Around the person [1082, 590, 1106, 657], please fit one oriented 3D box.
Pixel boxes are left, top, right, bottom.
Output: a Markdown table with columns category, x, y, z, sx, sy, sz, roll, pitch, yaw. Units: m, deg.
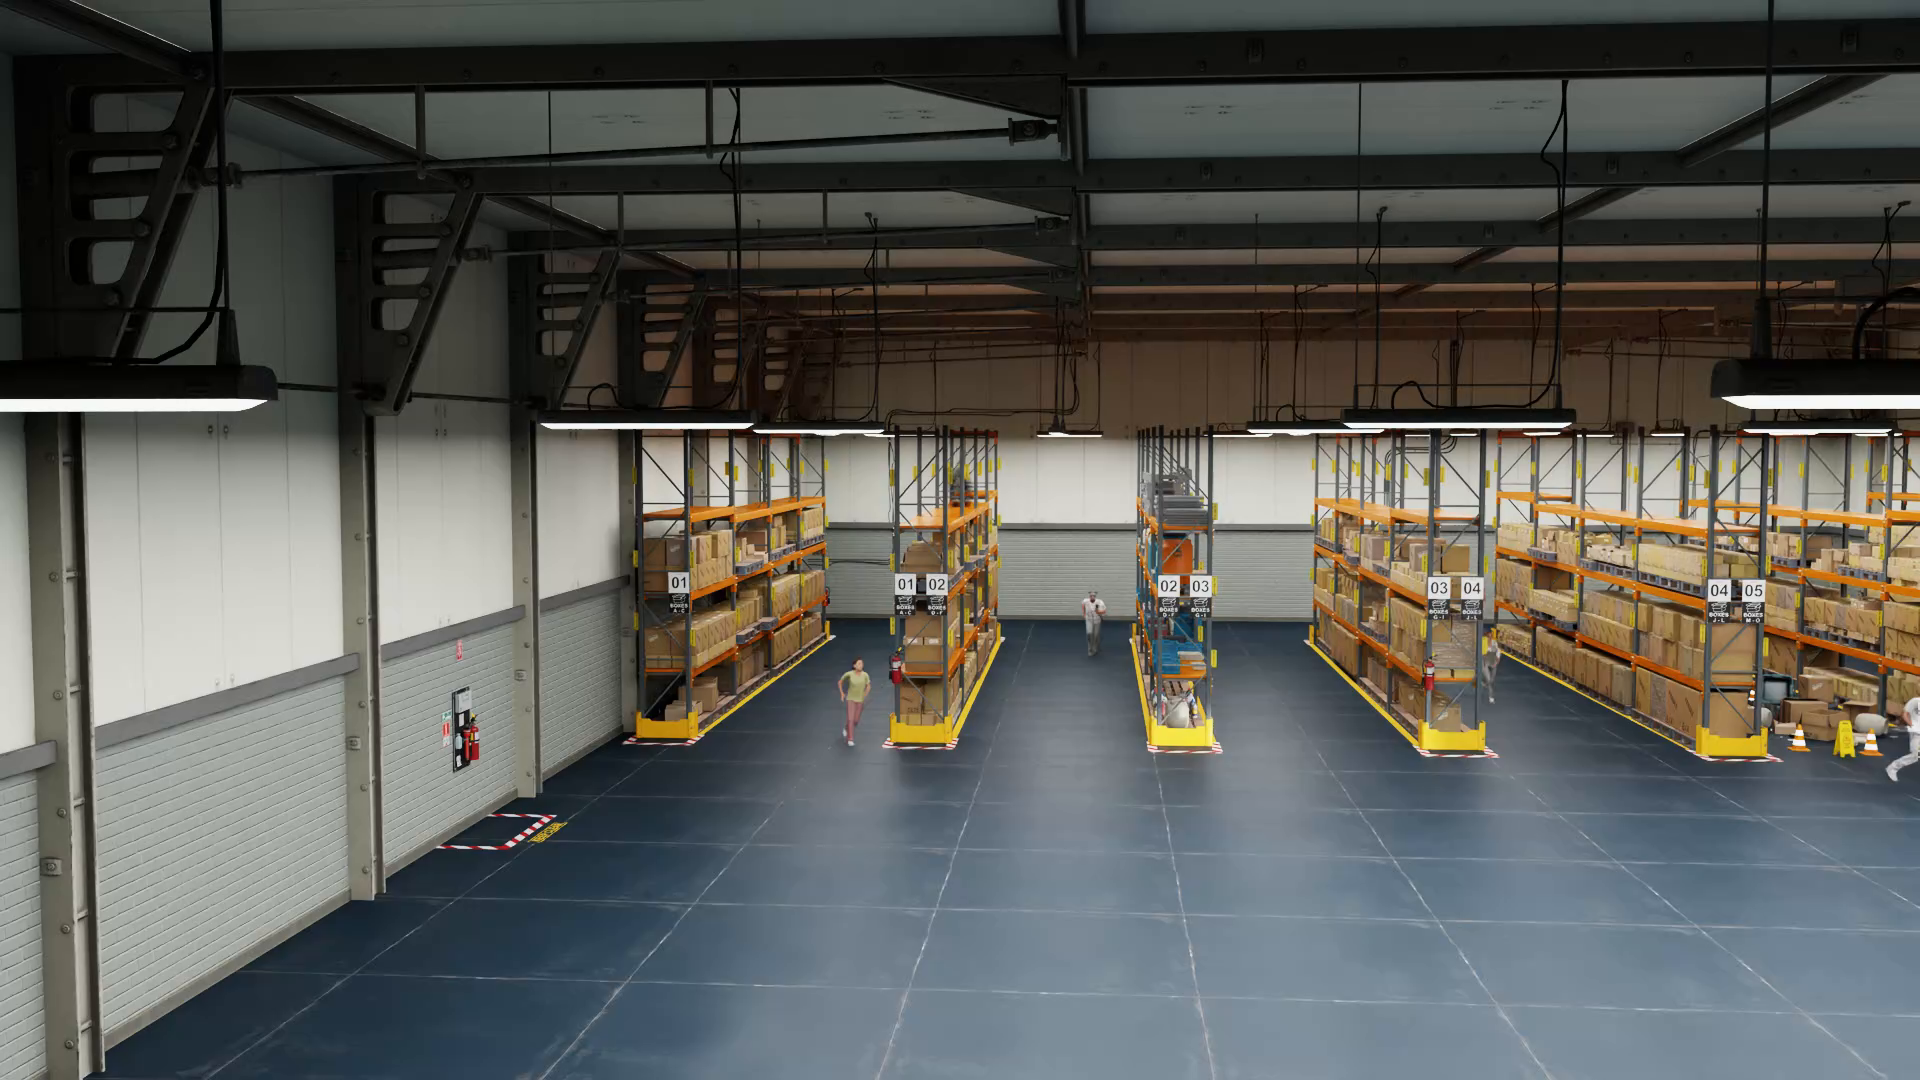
| category | x | y | z | sx | sy | sz | roll | pitch | yaw |
| --- | --- | --- | --- | --- | --- | --- | --- | --- | --- |
| person | 3.564 | 2.211 | 44.293 | 0.654 | 1.800 | 0.984 | 0 | 3 | 5 |

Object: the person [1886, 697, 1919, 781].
| category | x | y | z | sx | sy | sz | roll | pitch | yaw |
| --- | --- | --- | --- | --- | --- | --- | --- | --- | --- |
| person | 15.883 | 3.218 | 27.497 | 0.892 | 1.777 | 0.706 | -1 | 4 | -23 |

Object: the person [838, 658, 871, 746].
| category | x | y | z | sx | sy | sz | roll | pitch | yaw |
| --- | --- | --- | --- | --- | --- | --- | --- | --- | --- |
| person | -1.977 | 3.035 | 31.336 | 0.619 | 1.606 | 0.792 | -1 | 4 | -17 |

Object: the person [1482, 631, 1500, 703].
| category | x | y | z | sx | sy | sz | roll | pitch | yaw |
| --- | --- | --- | --- | --- | --- | --- | --- | --- | --- |
| person | 11.570 | 2.771 | 36.529 | 0.550 | 1.578 | 0.791 | 0 | 3 | -1 |
